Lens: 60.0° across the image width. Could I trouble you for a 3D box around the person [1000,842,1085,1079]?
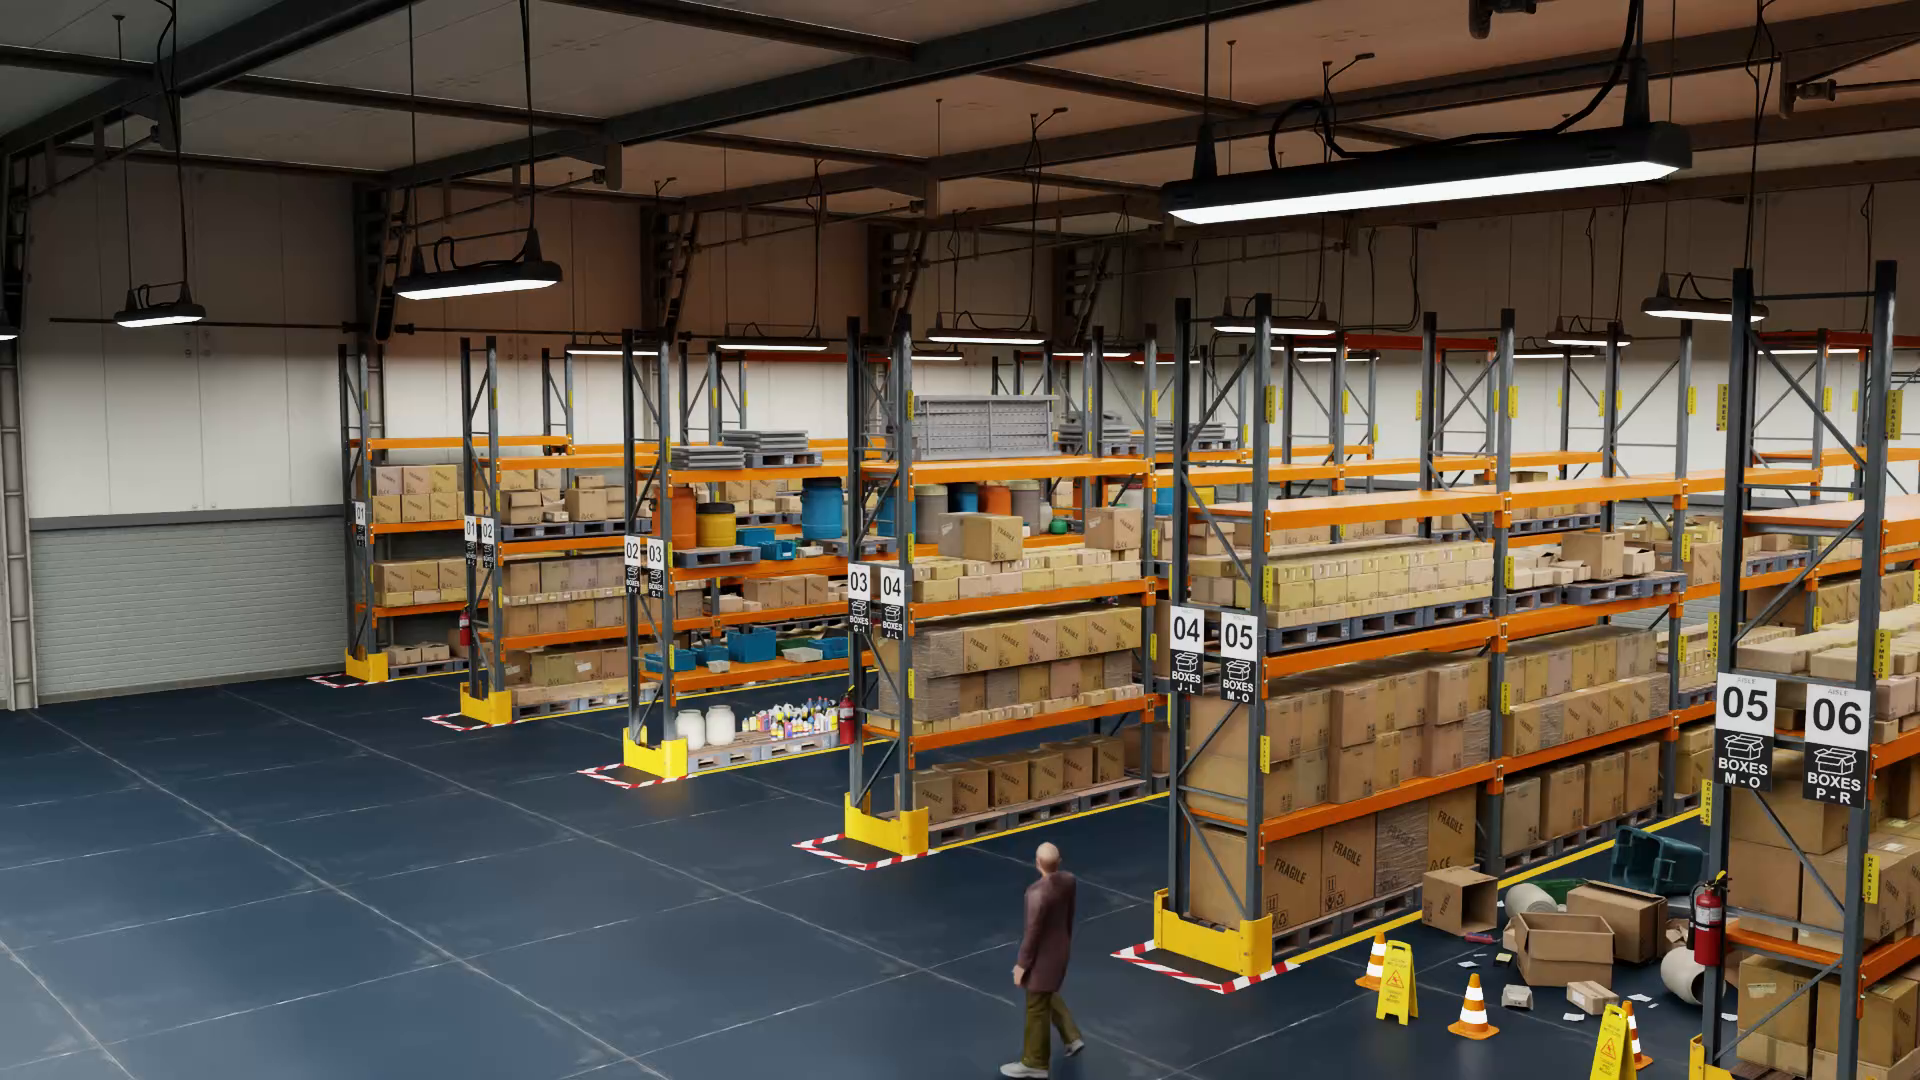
[{"bbox_3d":[0.648,3.144,12.581,0.559,1.779,0.656,2,6,24],"label":"person"}]
